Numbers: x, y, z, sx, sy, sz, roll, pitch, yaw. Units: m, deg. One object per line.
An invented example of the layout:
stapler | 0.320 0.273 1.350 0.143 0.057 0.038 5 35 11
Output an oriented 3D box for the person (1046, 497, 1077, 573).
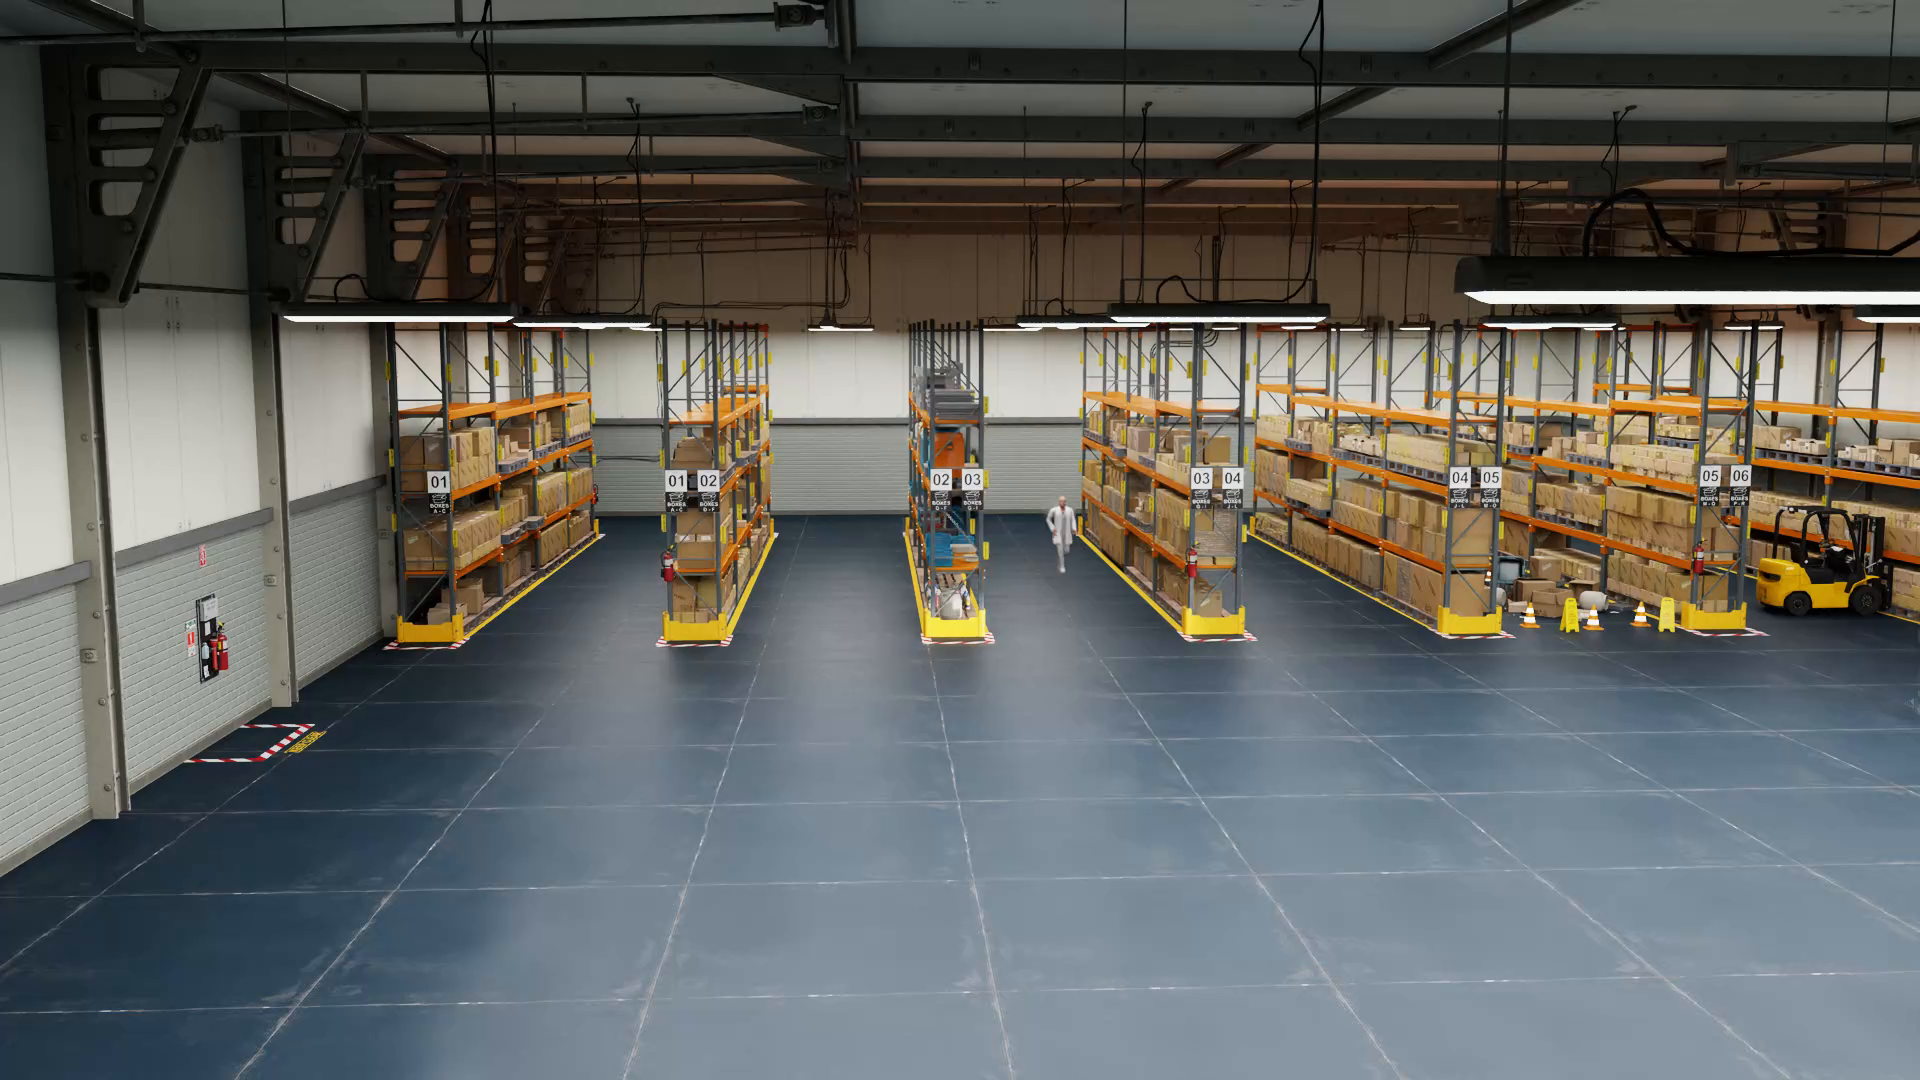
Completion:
person | 2.316 -0.145 38.292 0.694 1.743 0.693 -1 7 -11

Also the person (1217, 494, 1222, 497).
person | 7.213 -0.926 46.897 0.714 1.726 0.864 1 7 8

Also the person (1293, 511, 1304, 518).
person | 9.958 -1.211 49.197 0.683 1.791 0.668 0 7 1
